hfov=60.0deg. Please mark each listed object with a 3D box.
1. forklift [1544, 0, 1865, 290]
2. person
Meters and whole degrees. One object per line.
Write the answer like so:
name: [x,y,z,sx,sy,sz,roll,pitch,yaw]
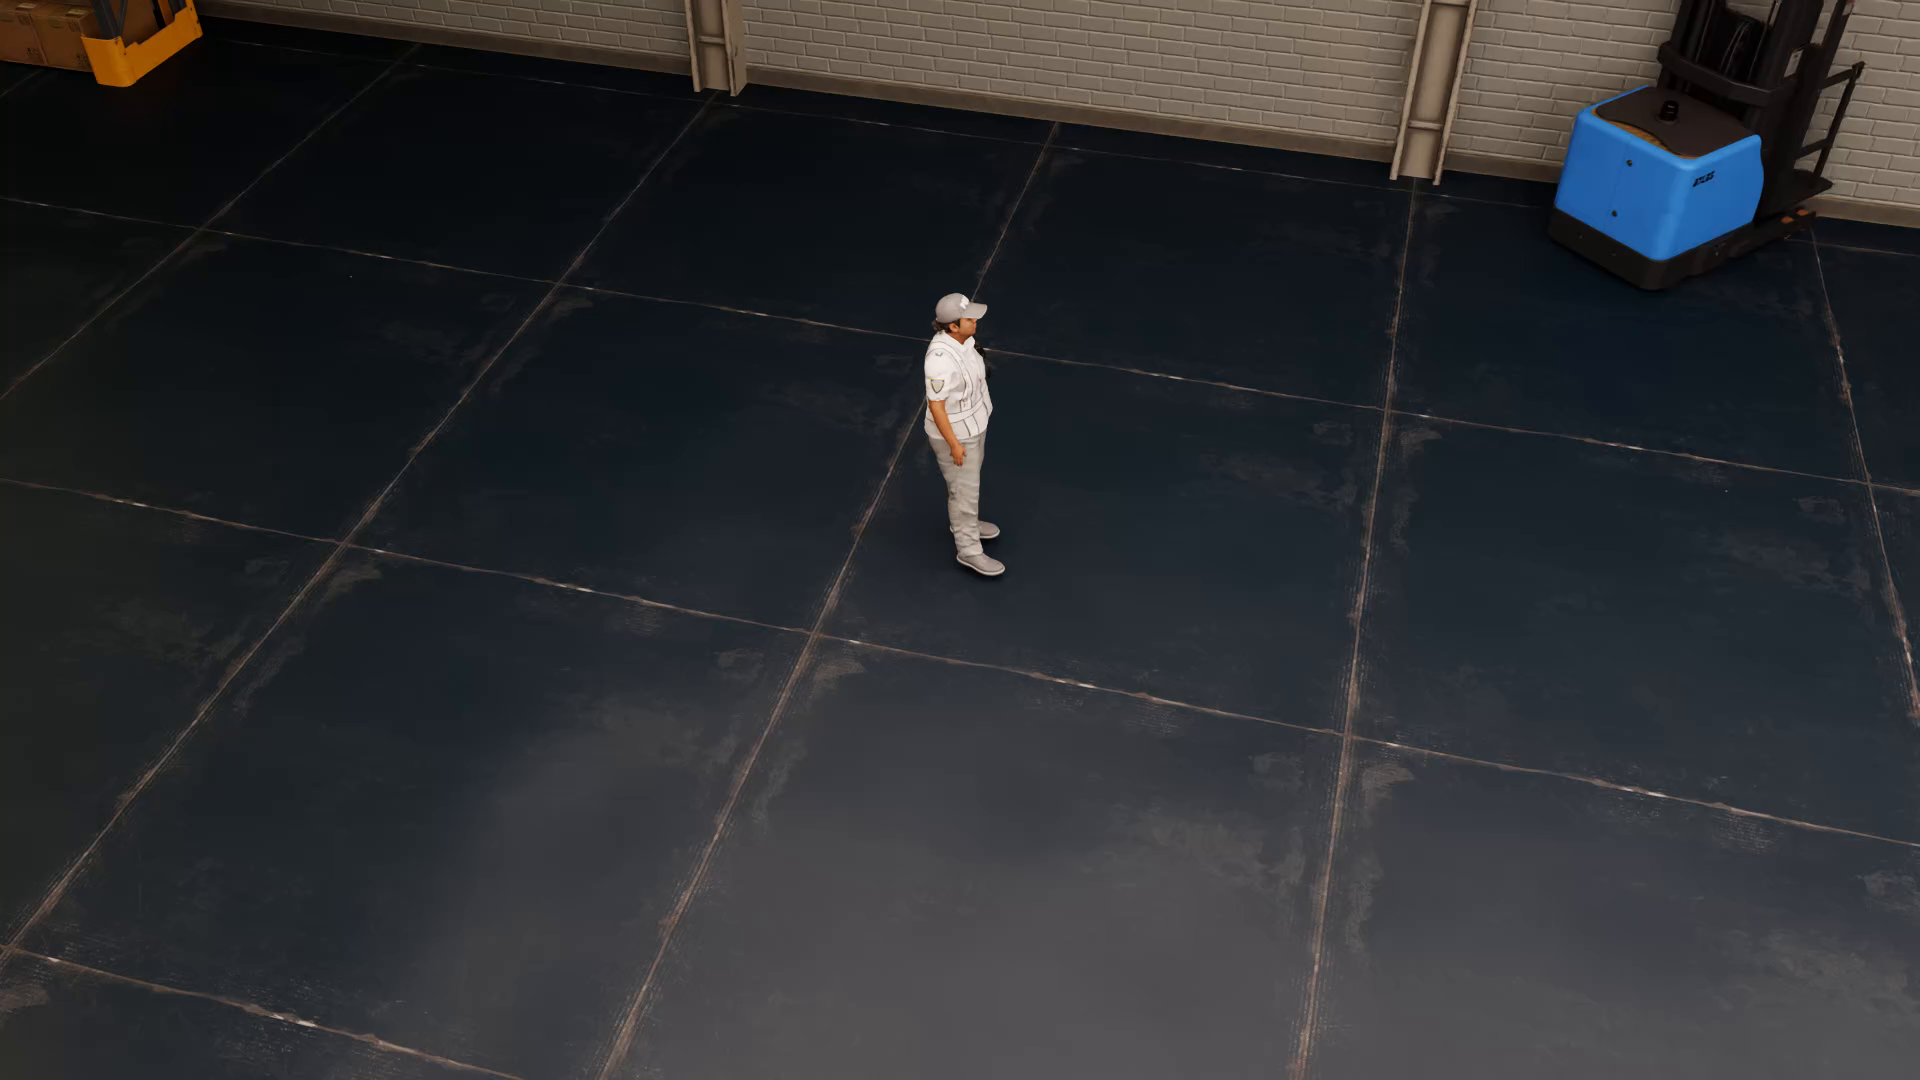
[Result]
forklift: [5.951,-3.670,12.048,3.031,2.935,1.130,-24,47,-25]
person: [0.068,-0.634,9.473,0.529,1.670,0.598,10,42,11]
